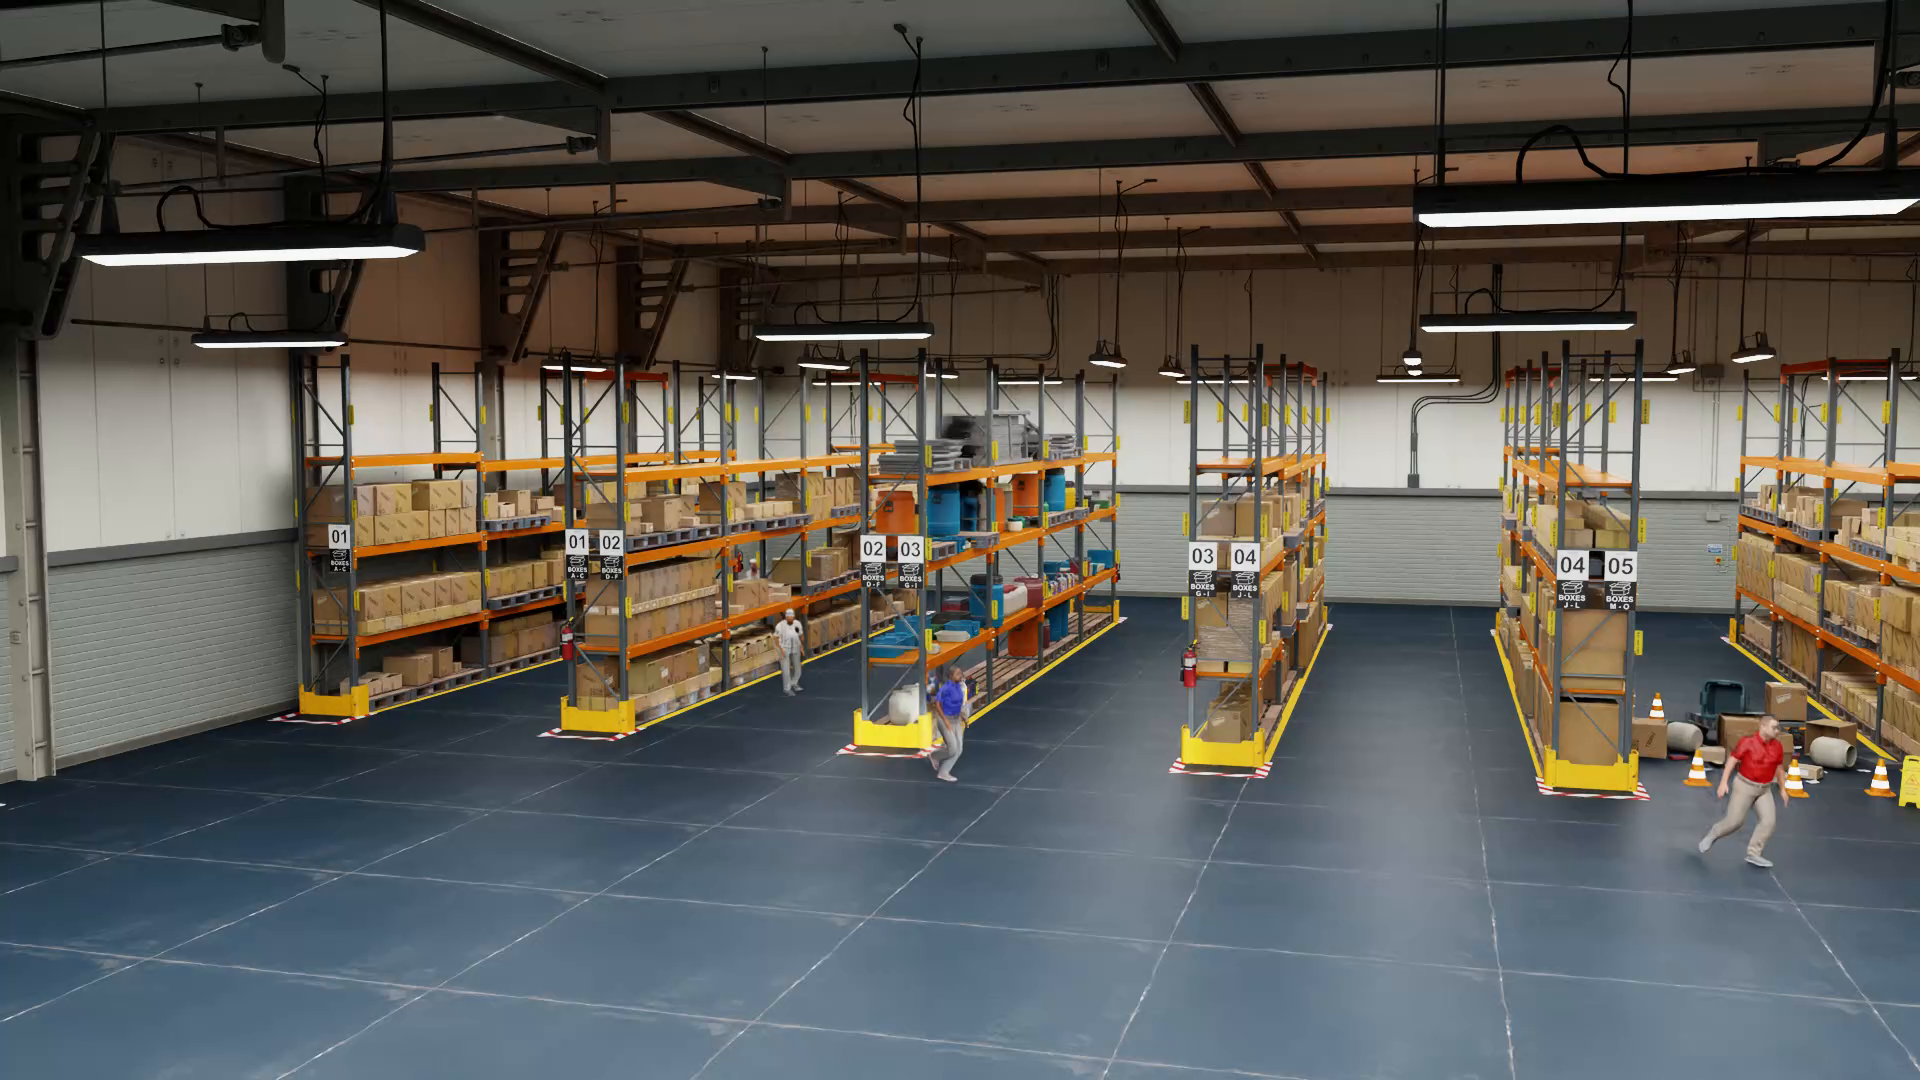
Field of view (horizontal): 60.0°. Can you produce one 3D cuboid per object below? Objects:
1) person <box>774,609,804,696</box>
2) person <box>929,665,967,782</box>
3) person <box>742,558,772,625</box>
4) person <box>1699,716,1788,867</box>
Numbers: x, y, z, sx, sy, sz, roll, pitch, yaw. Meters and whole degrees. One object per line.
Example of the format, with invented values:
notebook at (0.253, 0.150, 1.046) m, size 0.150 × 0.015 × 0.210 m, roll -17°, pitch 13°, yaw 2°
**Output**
person at (-3.052, 1.995, 29.738) m, size 0.608 × 1.599 × 0.795 m, roll -2°, pitch 5°, yaw -24°
person at (-0.196, 2.504, 22.821) m, size 0.528 × 1.595 × 0.571 m, roll 3°, pitch 5°, yaw 36°
person at (-4.629, 1.294, 37.563) m, size 0.642 × 1.766 × 0.777 m, roll 1°, pitch 4°, yaw 17°
person at (8.794, 2.767, 18.640) m, size 0.739 × 1.667 × 0.750 m, roll -1°, pitch 4°, yaw -16°
